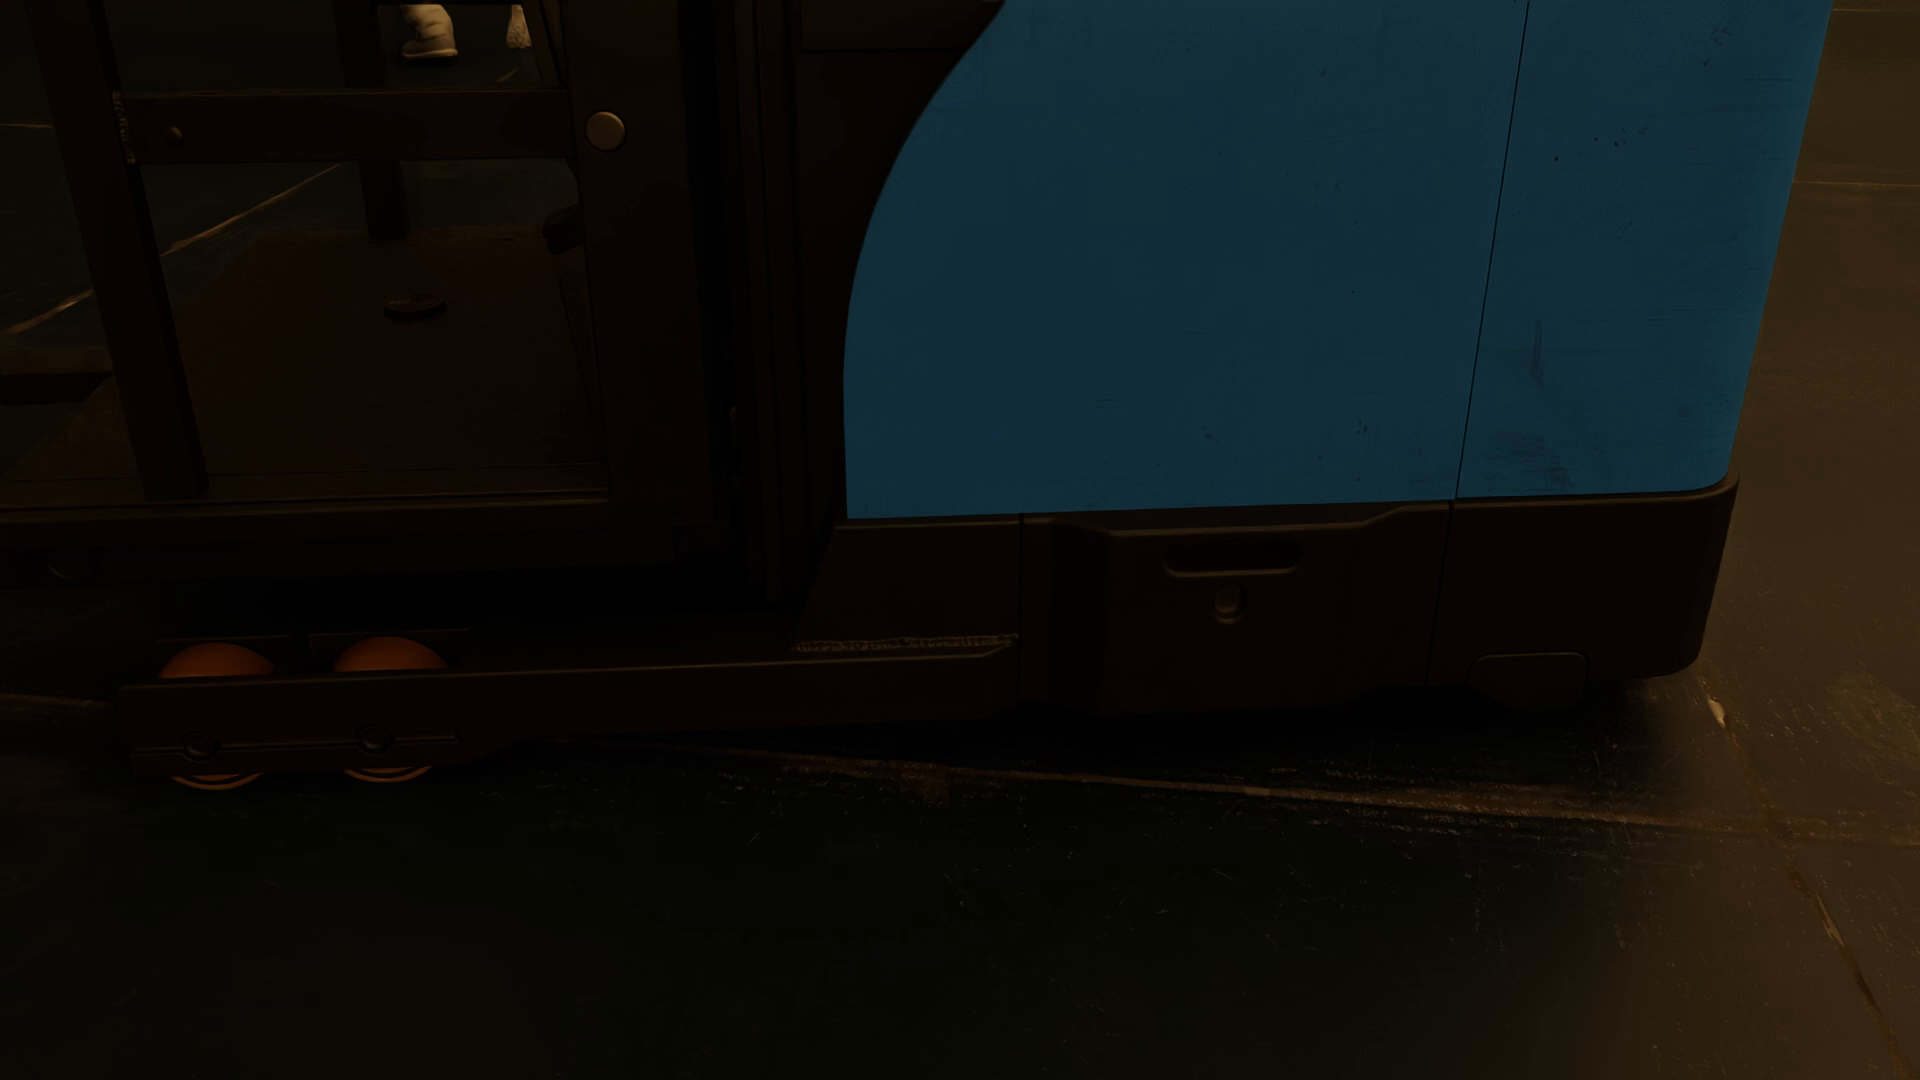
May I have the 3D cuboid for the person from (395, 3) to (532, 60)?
[{"bbox_3d":[-1.813,-2.435,5.786,0.510,1.508,0.884,9,28,17],"label":"person"}]

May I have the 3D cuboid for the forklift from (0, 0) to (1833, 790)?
[{"bbox_3d":[-0.615,-1.268,1.758,3.031,2.935,1.130,-2,27,-4],"label":"forklift"}]
